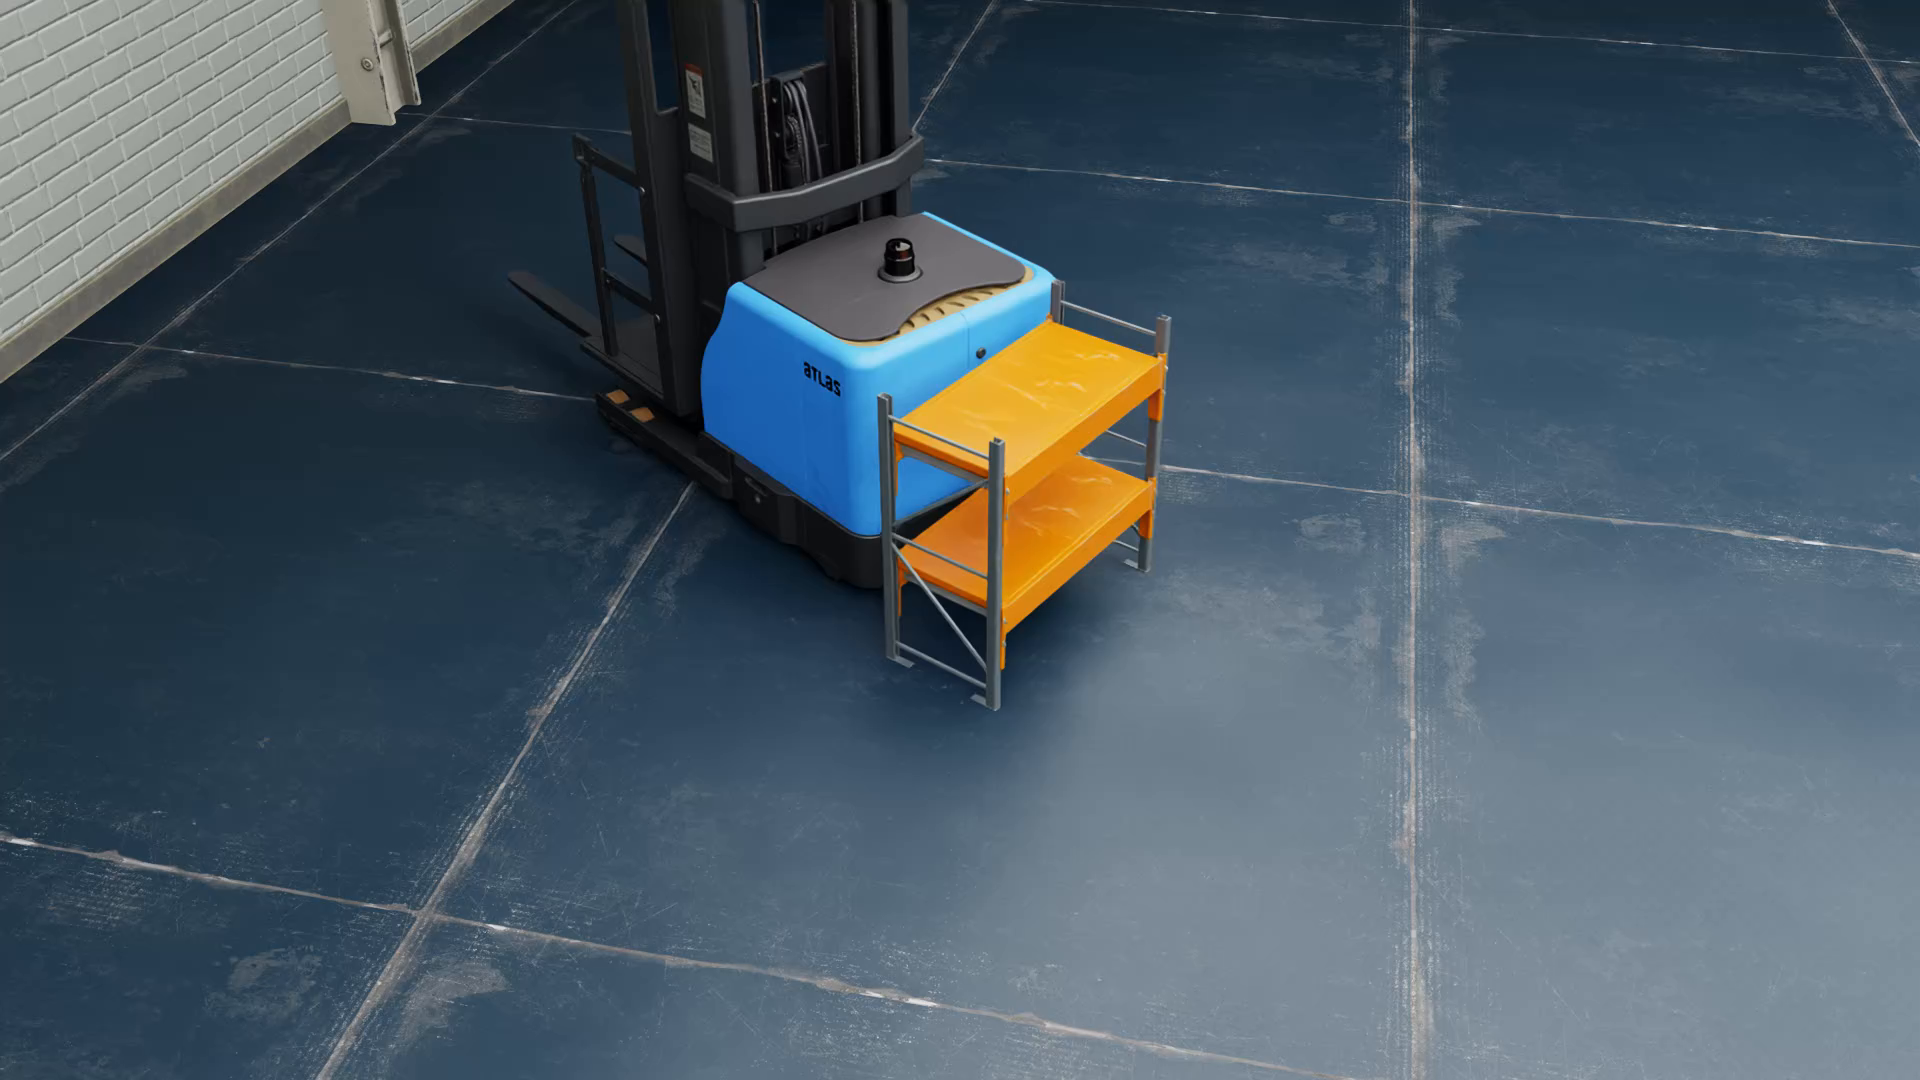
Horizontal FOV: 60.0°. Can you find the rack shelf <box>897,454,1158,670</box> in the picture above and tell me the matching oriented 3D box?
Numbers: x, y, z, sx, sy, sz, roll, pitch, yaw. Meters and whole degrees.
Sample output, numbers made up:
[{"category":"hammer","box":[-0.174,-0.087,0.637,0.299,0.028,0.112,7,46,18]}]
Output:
[{"category":"rack shelf","box":[0.240,0.019,6.181,0.538,0.278,1.000,24,42,29]}]

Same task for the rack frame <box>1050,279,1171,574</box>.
[{"category":"rack frame","box":[0.545,-0.417,6.367,0.500,1.125,0.032,24,42,29]}]

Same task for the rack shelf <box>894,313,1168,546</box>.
[{"category":"rack shelf","box":[0.240,-0.416,5.866,0.538,0.278,1.000,24,42,29]}]

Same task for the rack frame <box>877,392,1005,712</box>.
[{"category":"rack frame","box":[-0.065,0.060,5.709,0.500,1.125,0.032,24,42,29]}]

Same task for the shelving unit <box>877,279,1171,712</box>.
[{"category":"shelving unit","box":[0.240,-0.179,6.038,0.538,1.125,1.048,24,42,29]}]

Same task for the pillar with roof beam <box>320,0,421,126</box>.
[{"category":"pillar with roof beam","box":[0.583,-5.801,7.085,9.100,9.000,0.400,7,37,10]}]

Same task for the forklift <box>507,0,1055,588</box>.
[{"category":"forklift","box":[-0.972,-1.783,6.713,1.130,2.935,3.031,-28,44,-33]}]
